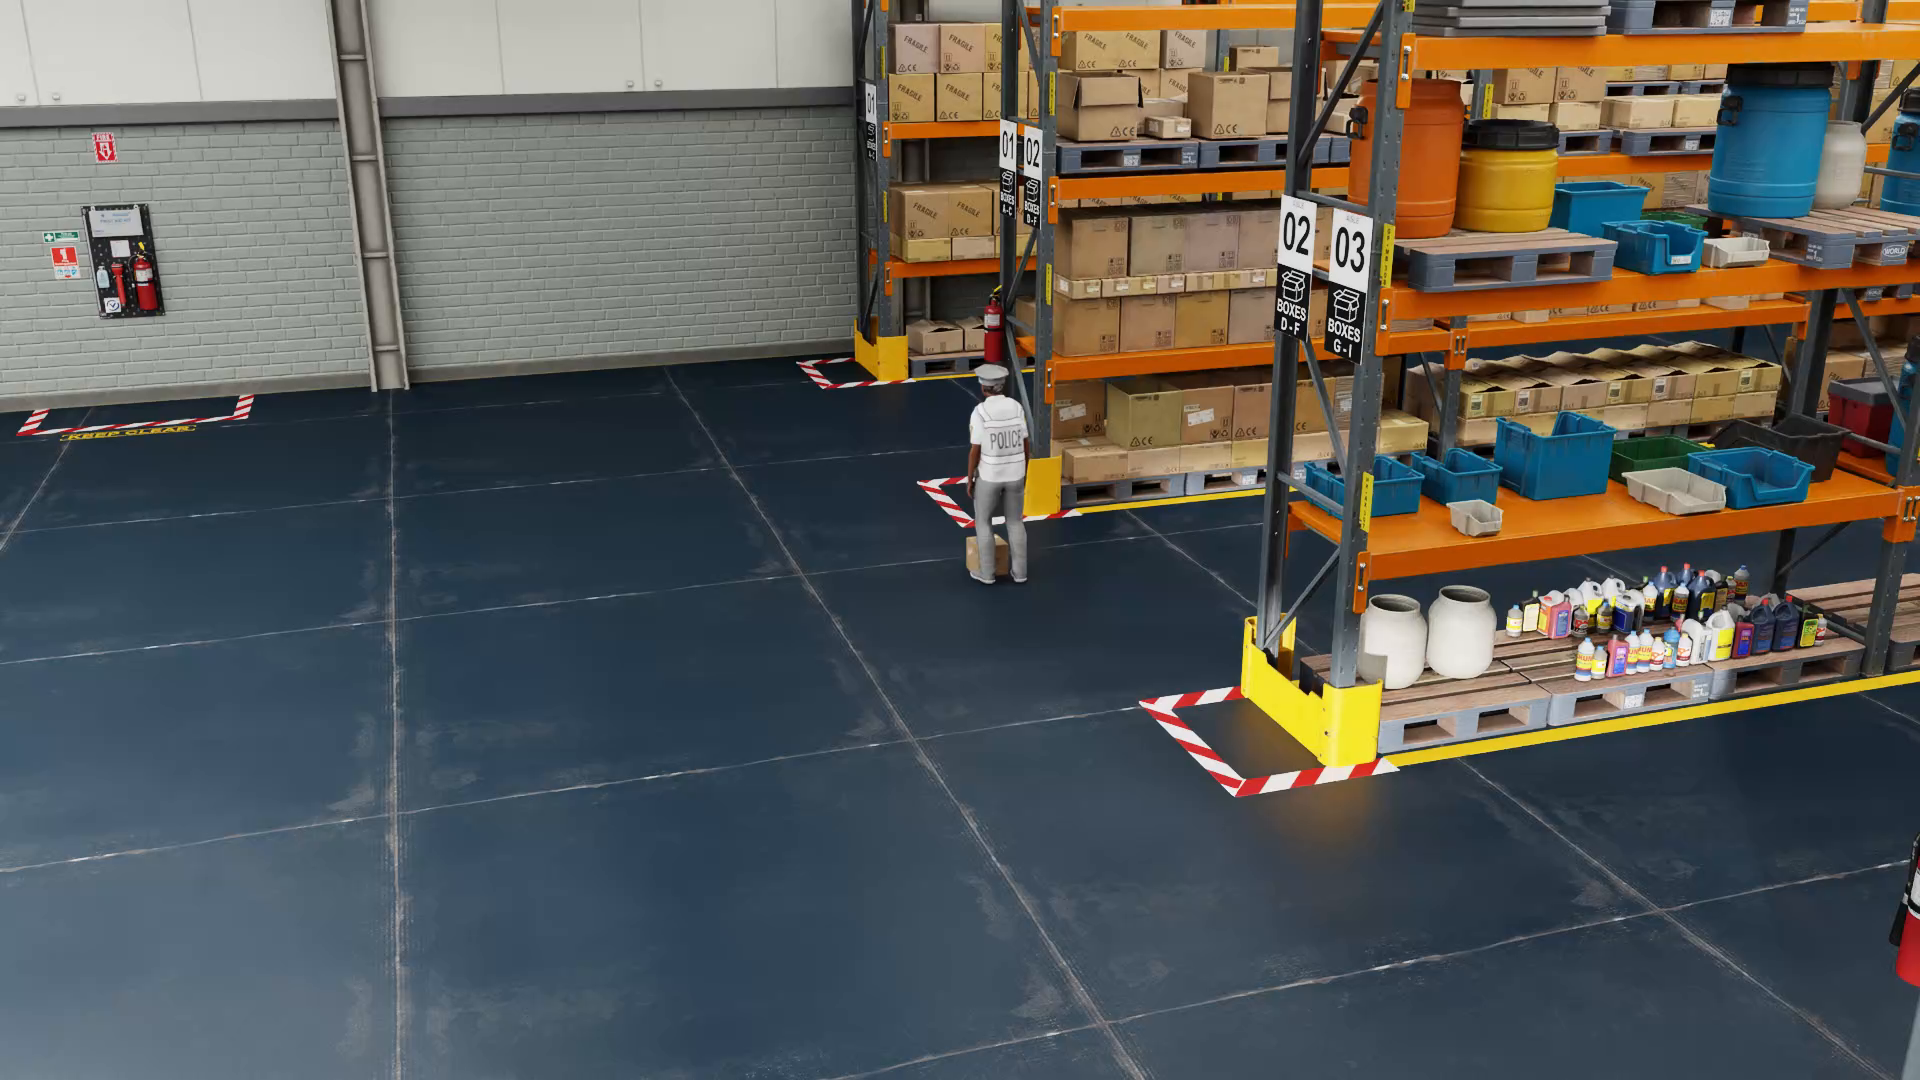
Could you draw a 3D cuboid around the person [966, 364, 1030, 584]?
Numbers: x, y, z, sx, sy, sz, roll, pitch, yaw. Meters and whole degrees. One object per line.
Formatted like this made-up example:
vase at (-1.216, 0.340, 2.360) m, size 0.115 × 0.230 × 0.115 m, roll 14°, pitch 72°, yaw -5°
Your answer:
person at (0.286, -0.473, 12.415) m, size 0.525 × 1.658 × 0.427 m, roll -7°, pitch 21°, yaw -20°
